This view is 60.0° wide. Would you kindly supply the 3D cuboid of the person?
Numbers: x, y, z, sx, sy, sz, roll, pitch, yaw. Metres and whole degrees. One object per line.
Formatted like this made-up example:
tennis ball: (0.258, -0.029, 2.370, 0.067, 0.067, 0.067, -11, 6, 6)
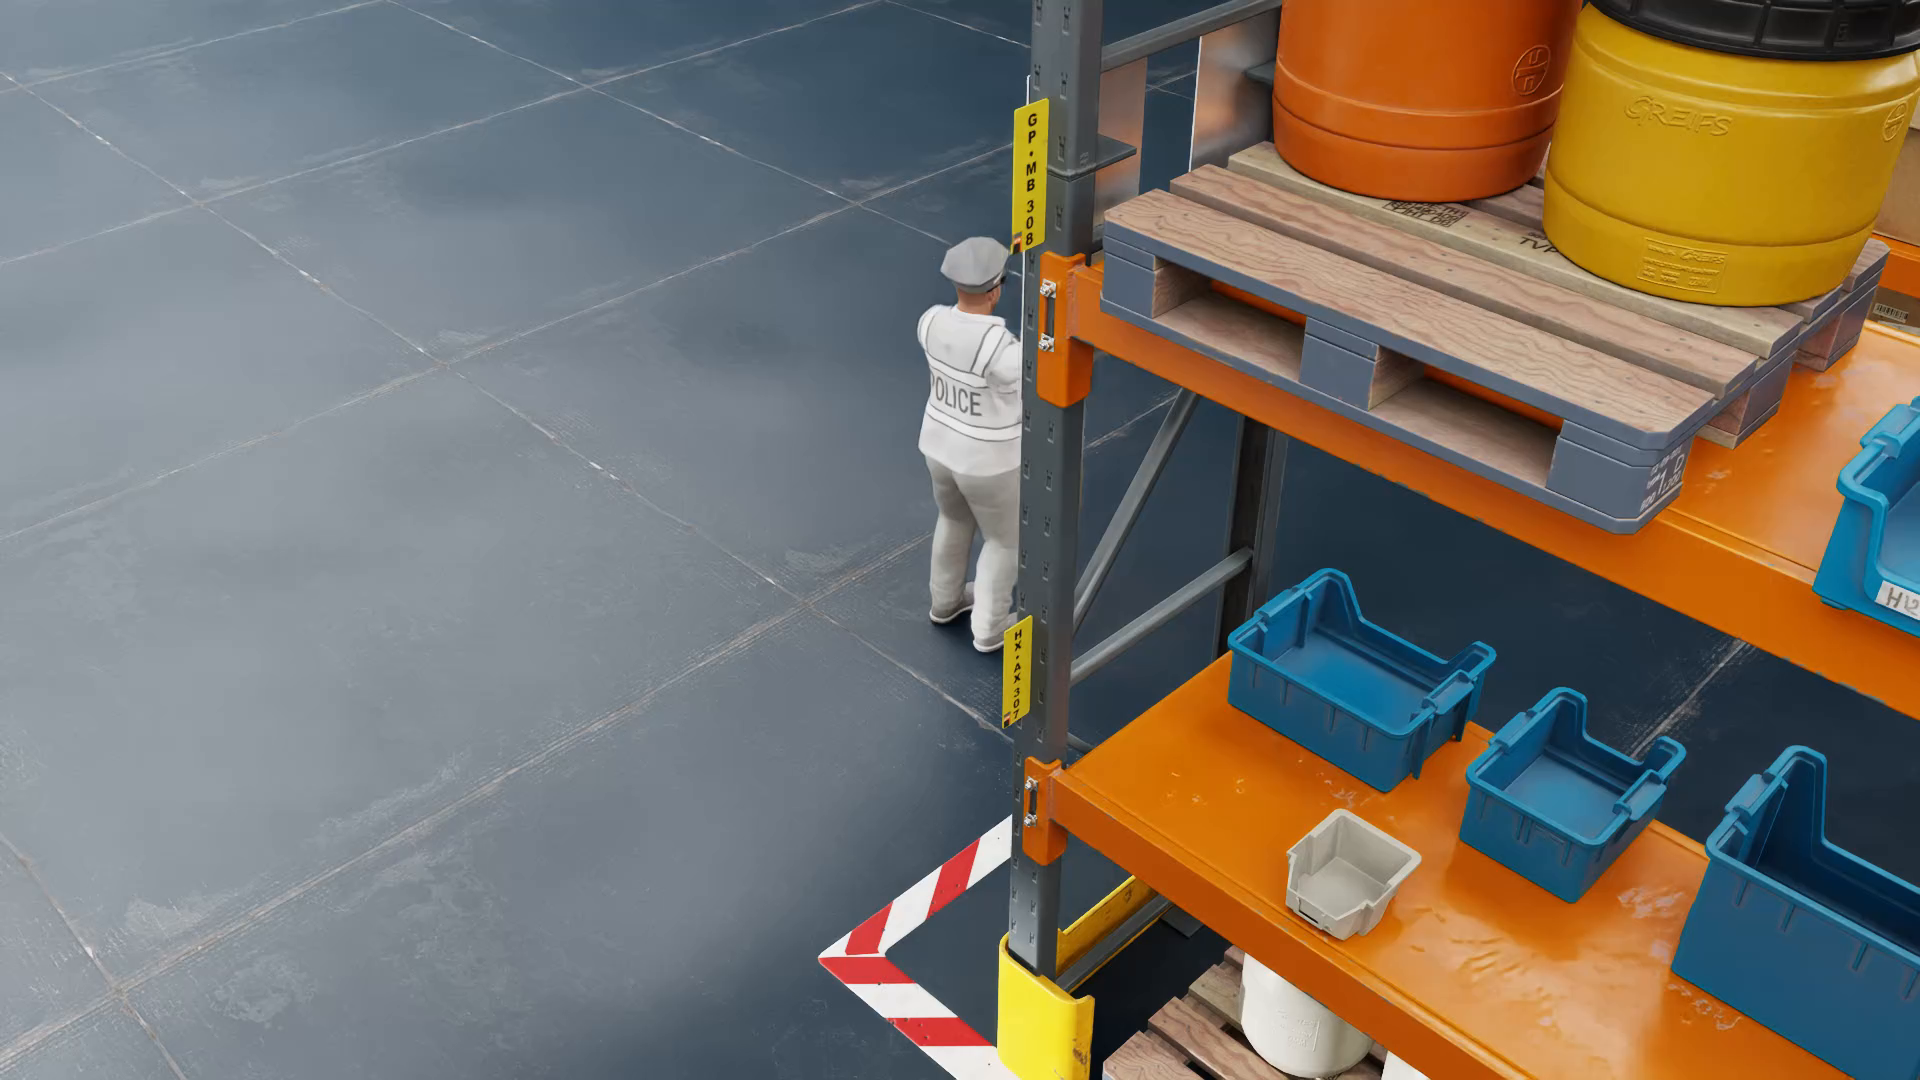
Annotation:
person: (0.118, -0.394, 6.689, 0.490, 1.770, 0.568, 29, 45, 35)
